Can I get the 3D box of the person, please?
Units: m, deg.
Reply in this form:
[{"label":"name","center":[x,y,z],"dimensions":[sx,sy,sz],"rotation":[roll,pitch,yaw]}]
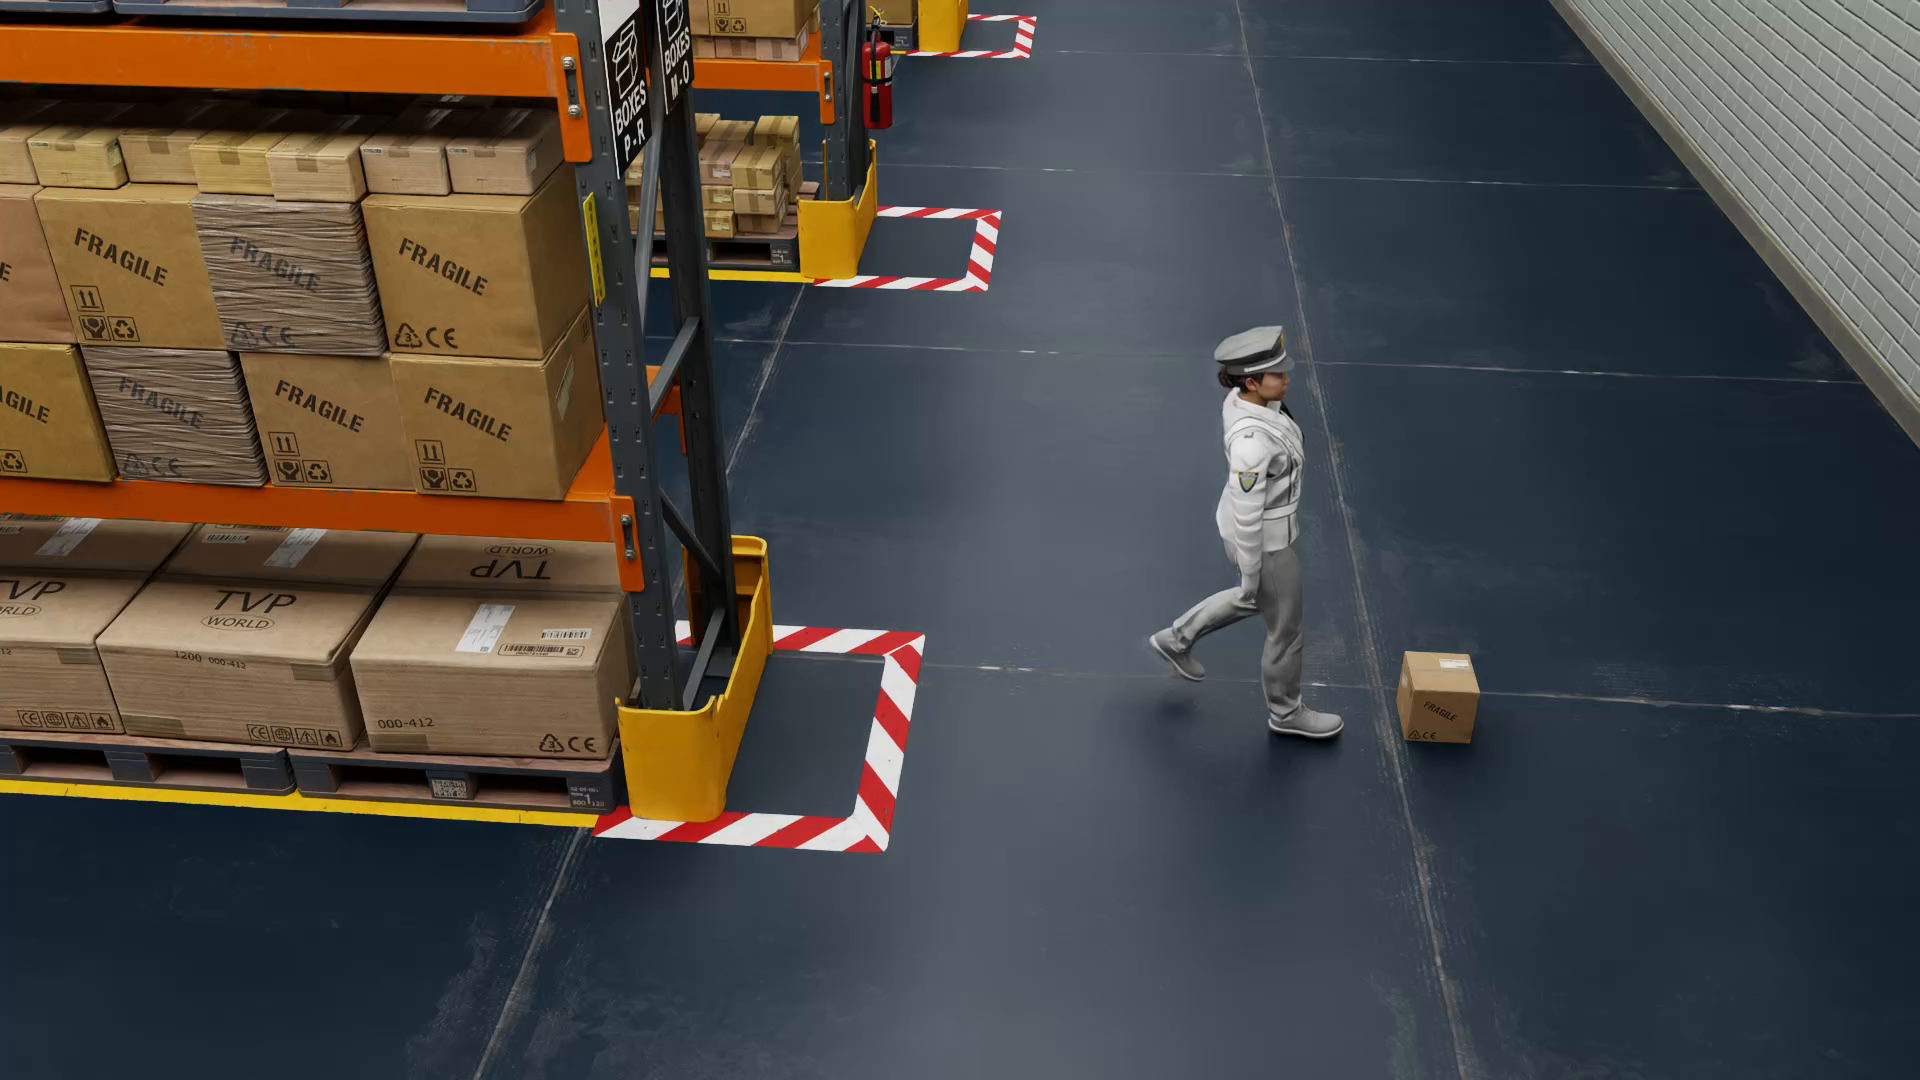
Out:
[{"label":"person","center":[1.117,-0.022,6.121],"dimensions":[0.754,1.666,0.489],"rotation":[1,32,2]}]
